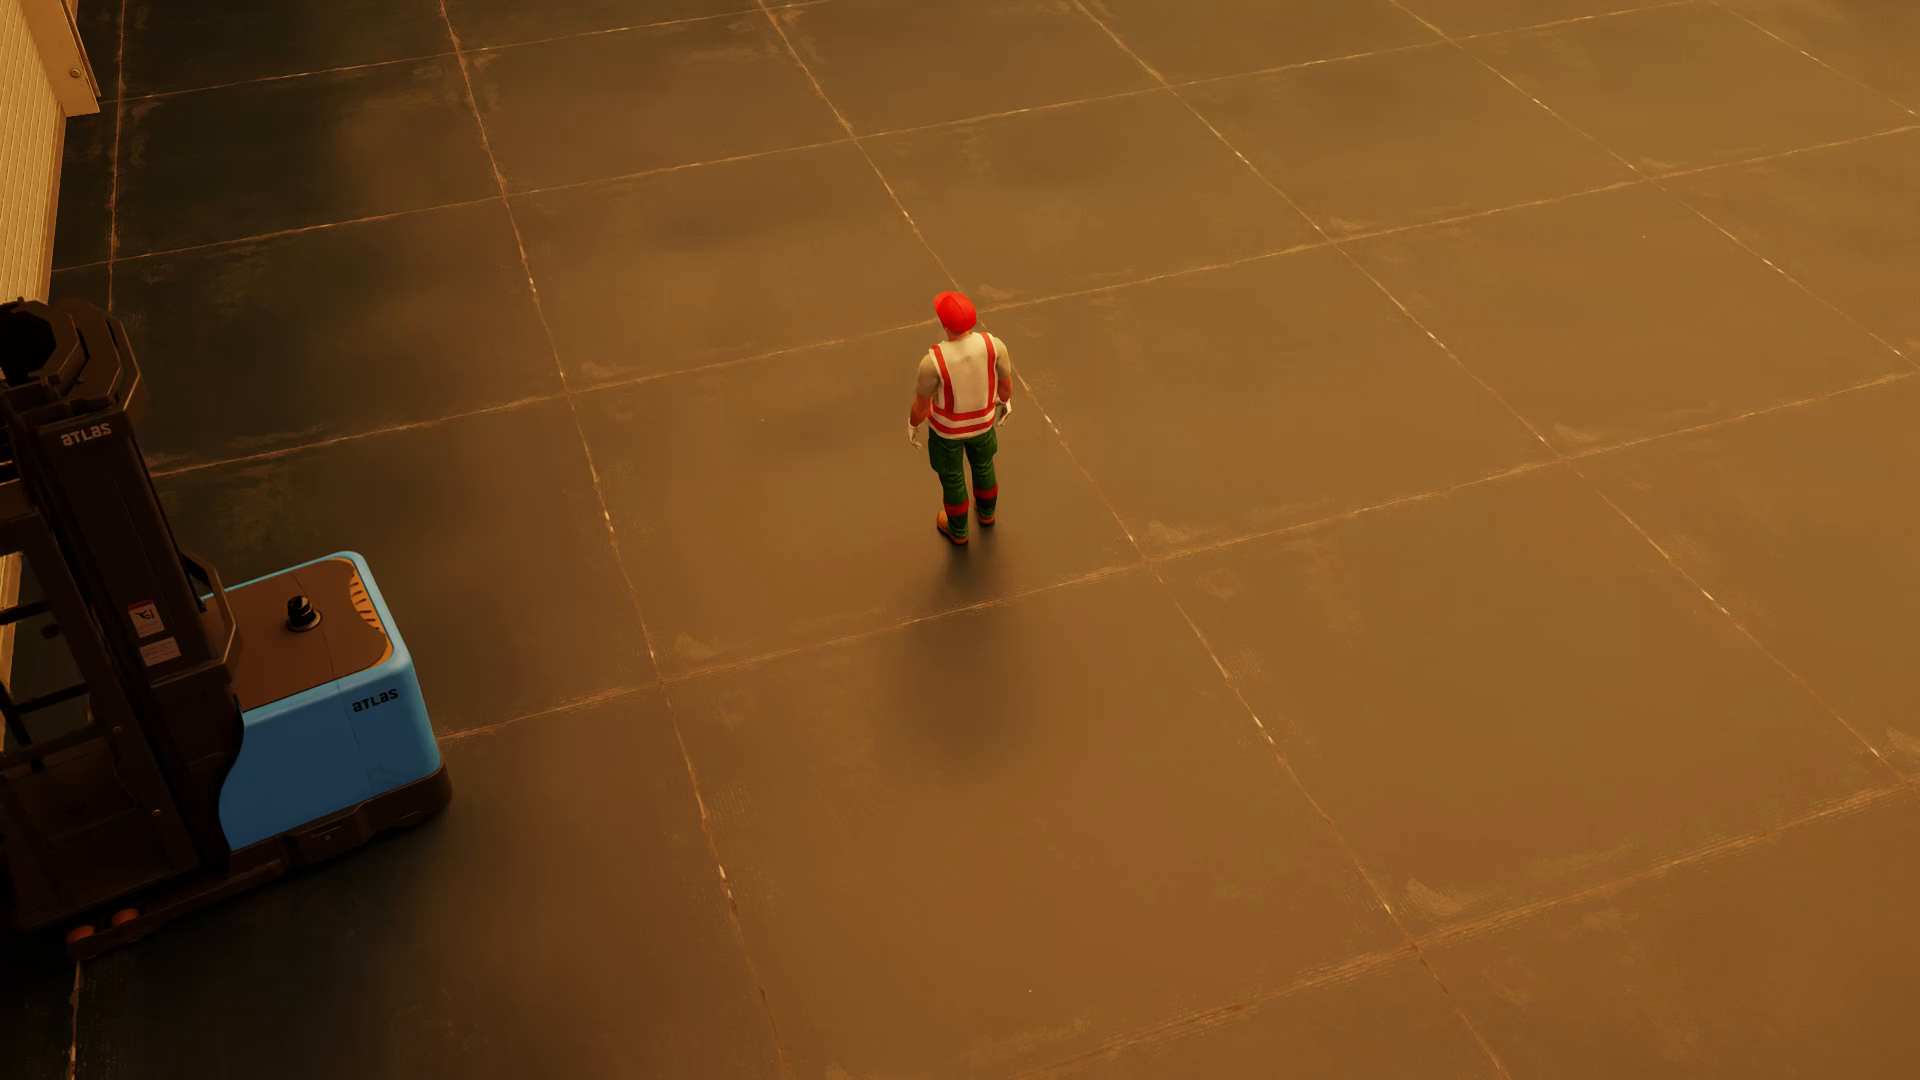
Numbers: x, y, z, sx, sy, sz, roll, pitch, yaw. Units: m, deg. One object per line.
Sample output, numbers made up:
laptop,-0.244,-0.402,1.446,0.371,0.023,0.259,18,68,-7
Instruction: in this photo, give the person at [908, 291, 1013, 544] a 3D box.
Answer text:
person,-0.016,-0.742,9.757,0.637,1.789,0.562,-13,42,-15

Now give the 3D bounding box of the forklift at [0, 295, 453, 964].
forklift,-4.155,0.479,7.425,3.031,2.935,1.130,-21,44,-23
